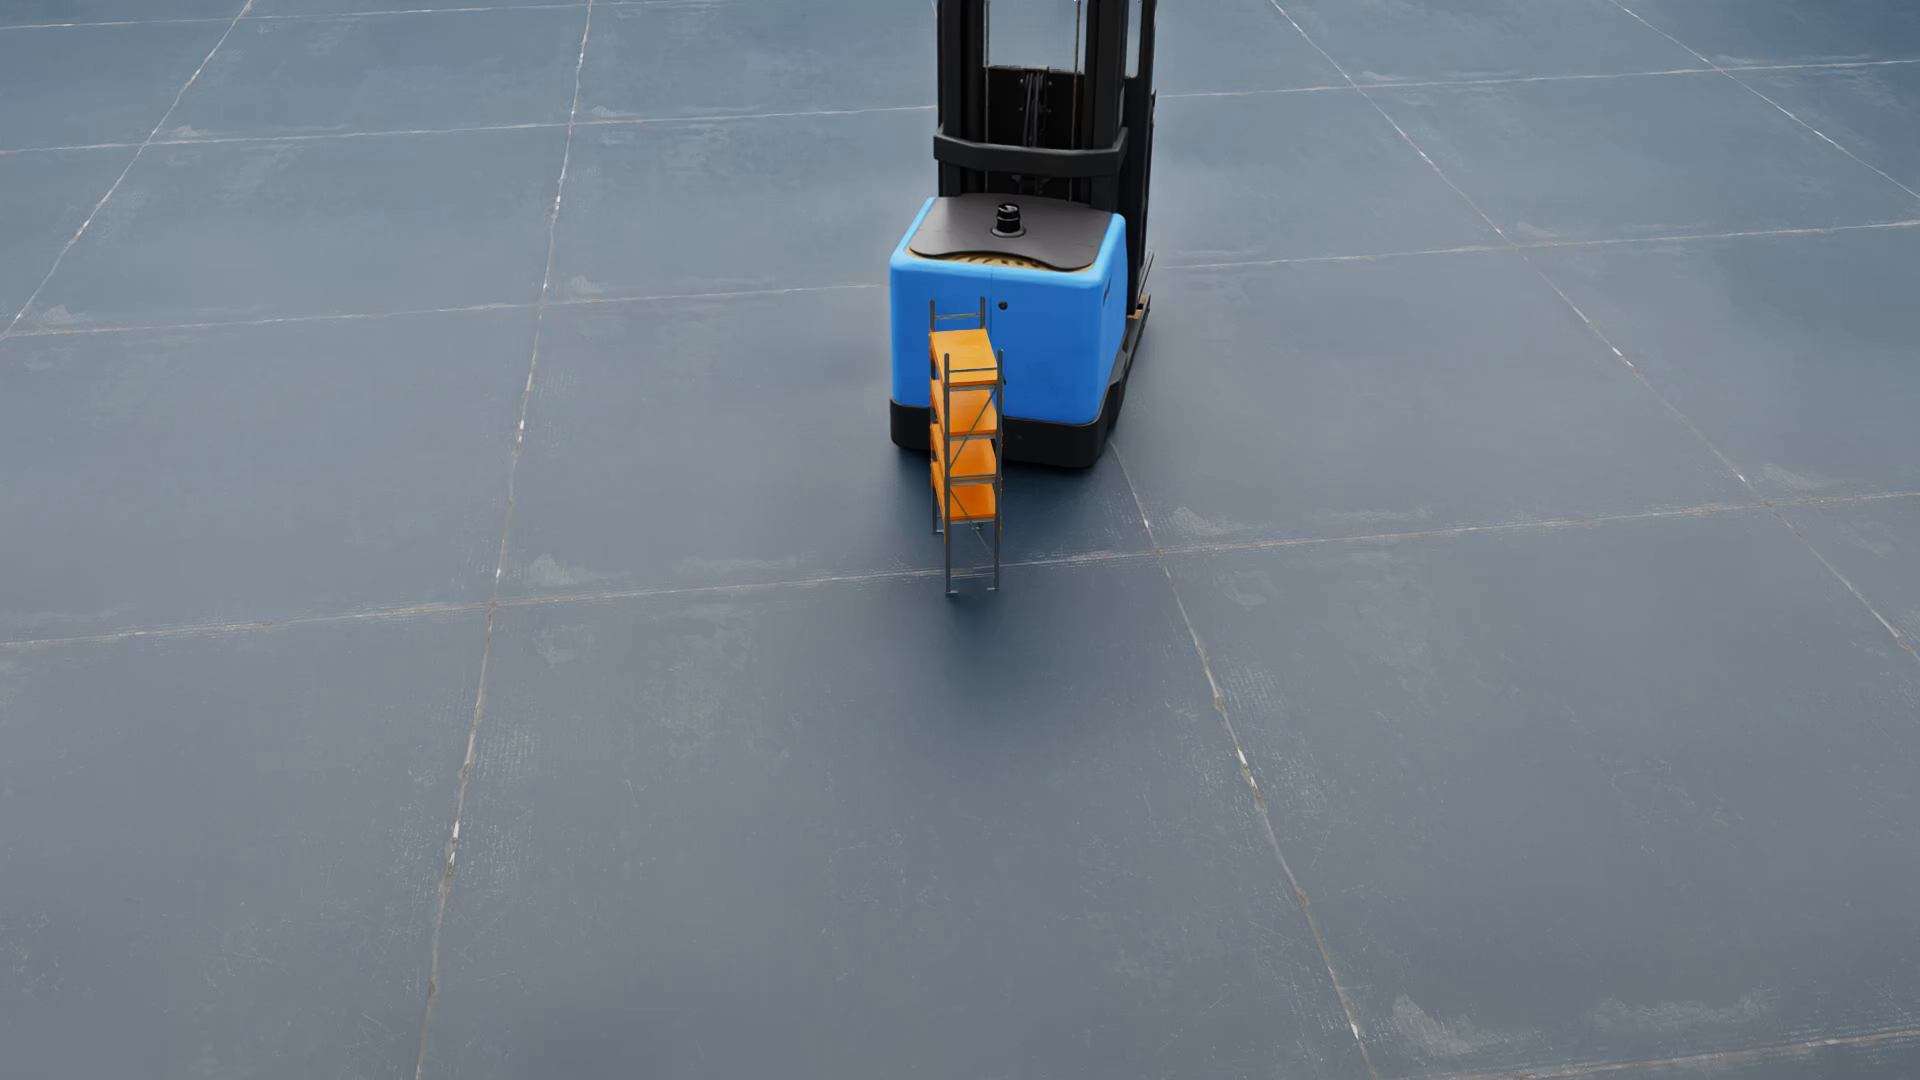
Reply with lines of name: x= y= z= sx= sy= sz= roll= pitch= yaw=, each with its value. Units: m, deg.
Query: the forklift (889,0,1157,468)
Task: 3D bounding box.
forklift: x=0.481 y=-2.390 z=8.654 sx=1.130 sy=2.935 sz=3.031 roll=7 pitch=35 yaw=11

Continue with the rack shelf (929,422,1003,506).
rack shelf: x=0.022 y=-0.348 z=7.314 sx=0.258 sy=0.148 sz=0.480 roll=-4 pitch=35 yaw=-6

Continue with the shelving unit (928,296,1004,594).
shelving unit: x=0.022 y=-0.403 z=7.277 sx=0.258 sy=1.200 sz=0.503 roll=-4 pitch=35 yaw=-6

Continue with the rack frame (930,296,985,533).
rack frame: x=-0.011 y=-0.540 z=7.476 sx=0.240 sy=1.200 sz=0.015 roll=-4 pitch=35 yaw=-6

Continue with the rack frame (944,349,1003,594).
rack frame: x=0.055 y=-0.267 z=7.077 sx=0.240 sy=1.200 sz=0.015 roll=-4 pitch=35 yaw=-6

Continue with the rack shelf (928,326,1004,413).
rack shelf: x=0.022 y=-0.728 z=7.055 sx=0.258 sy=0.148 sz=0.480 roll=-4 pitch=35 yaw=-6

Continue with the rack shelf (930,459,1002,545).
rack shelf: x=0.022 y=-0.184 z=7.426 sx=0.258 sy=0.148 sz=0.480 roll=-4 pitch=35 yaw=-6

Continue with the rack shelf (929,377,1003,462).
rack shelf: x=0.022 y=-0.533 z=7.188 sx=0.258 sy=0.148 sz=0.480 roll=-4 pitch=35 yaw=-6
